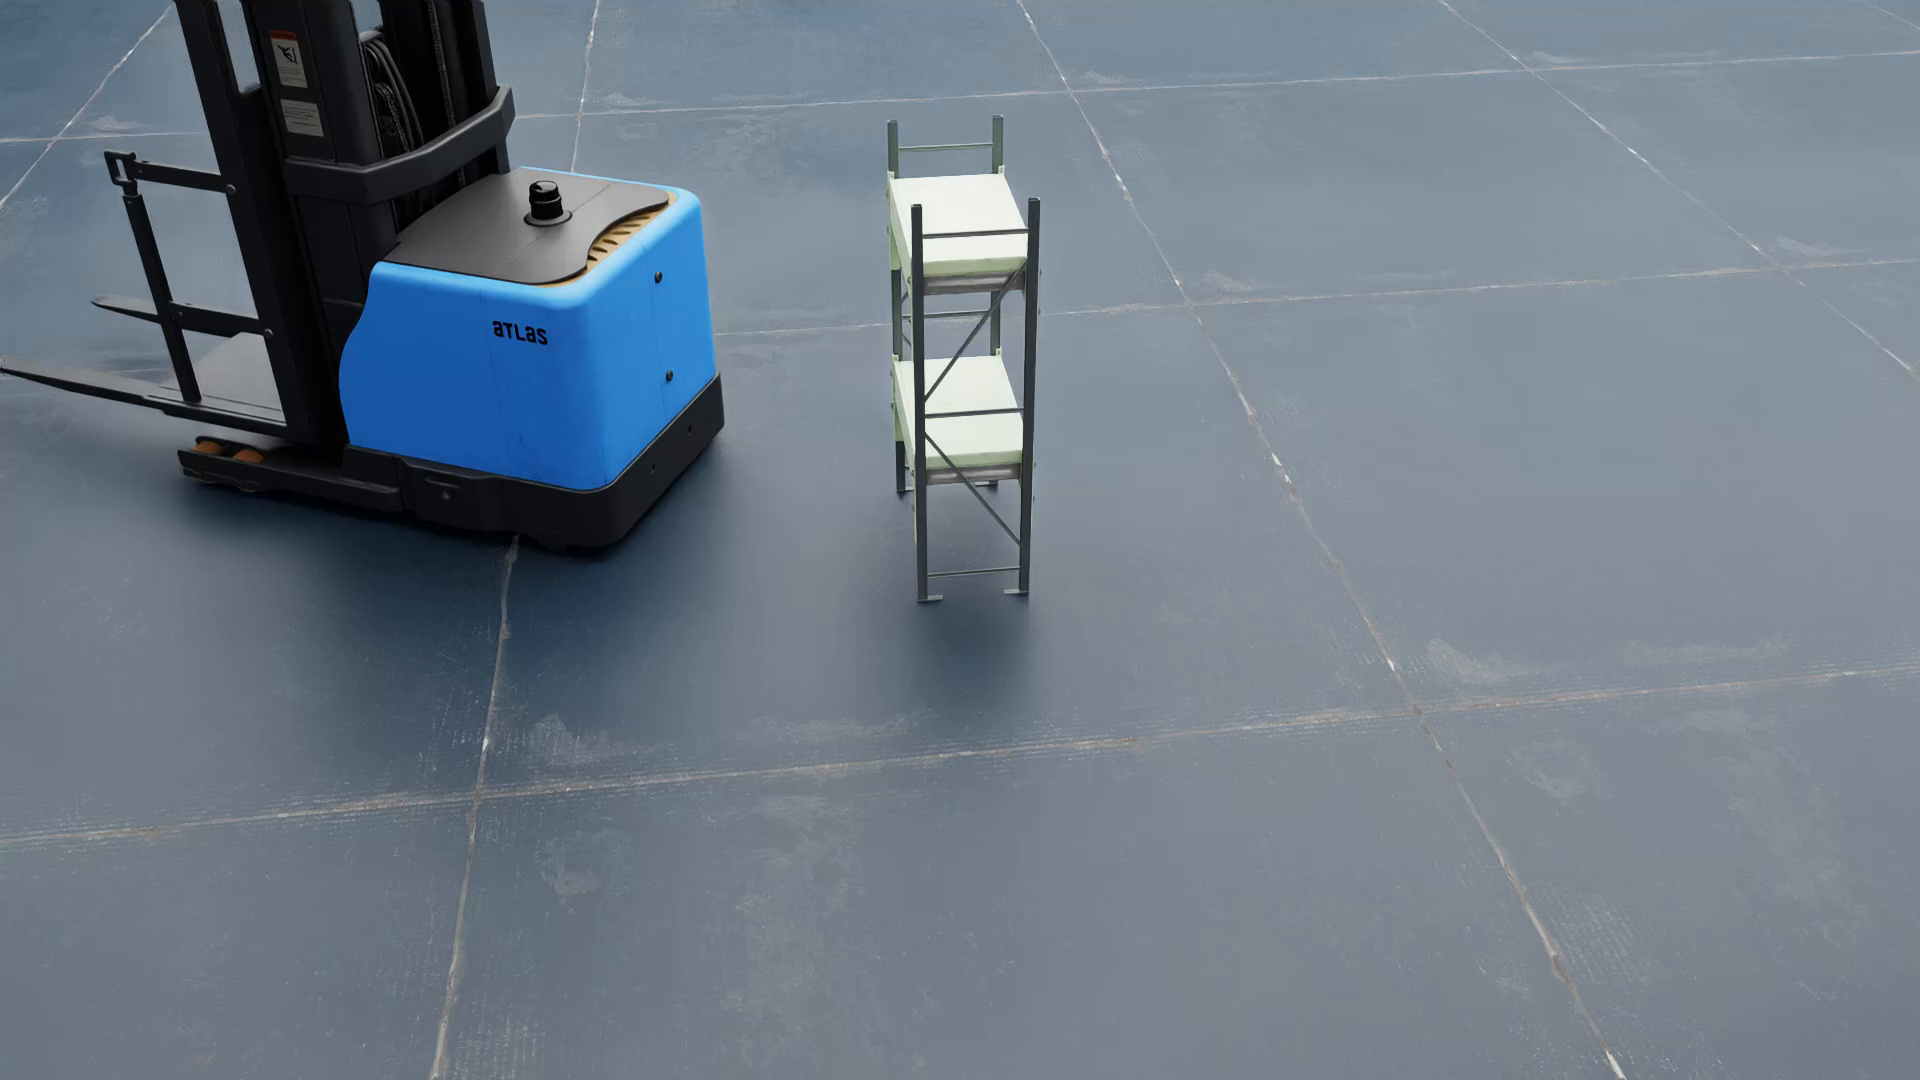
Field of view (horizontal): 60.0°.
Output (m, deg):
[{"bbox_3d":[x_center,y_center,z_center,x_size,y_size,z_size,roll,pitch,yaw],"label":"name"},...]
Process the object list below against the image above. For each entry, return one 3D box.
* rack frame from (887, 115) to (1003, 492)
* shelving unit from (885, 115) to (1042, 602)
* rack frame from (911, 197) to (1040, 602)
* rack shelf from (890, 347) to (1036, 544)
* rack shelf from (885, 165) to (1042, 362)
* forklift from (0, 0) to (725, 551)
[{"bbox_3d":[-0.050,-0.828,6.133,0.400,1.500,0.023,-4,35,-6],"label":"rack frame"},{"bbox_3d":[-0.001,-0.623,5.833,0.431,1.500,0.755,-4,35,-6],"label":"shelving unit"},{"bbox_3d":[0.048,-0.419,5.533,0.400,1.500,0.023,-4,35,-6],"label":"rack frame"},{"bbox_3d":[-0.001,-0.354,6.017,0.431,0.370,0.720,-4,35,-6],"label":"rack shelf"},{"bbox_3d":[-0.001,-0.946,5.613,0.431,0.370,0.720,-4,35,-6],"label":"rack shelf"},{"bbox_3d":[-2.539,-1.665,6.091,3.031,2.935,1.130,11,36,16],"label":"forklift"}]
